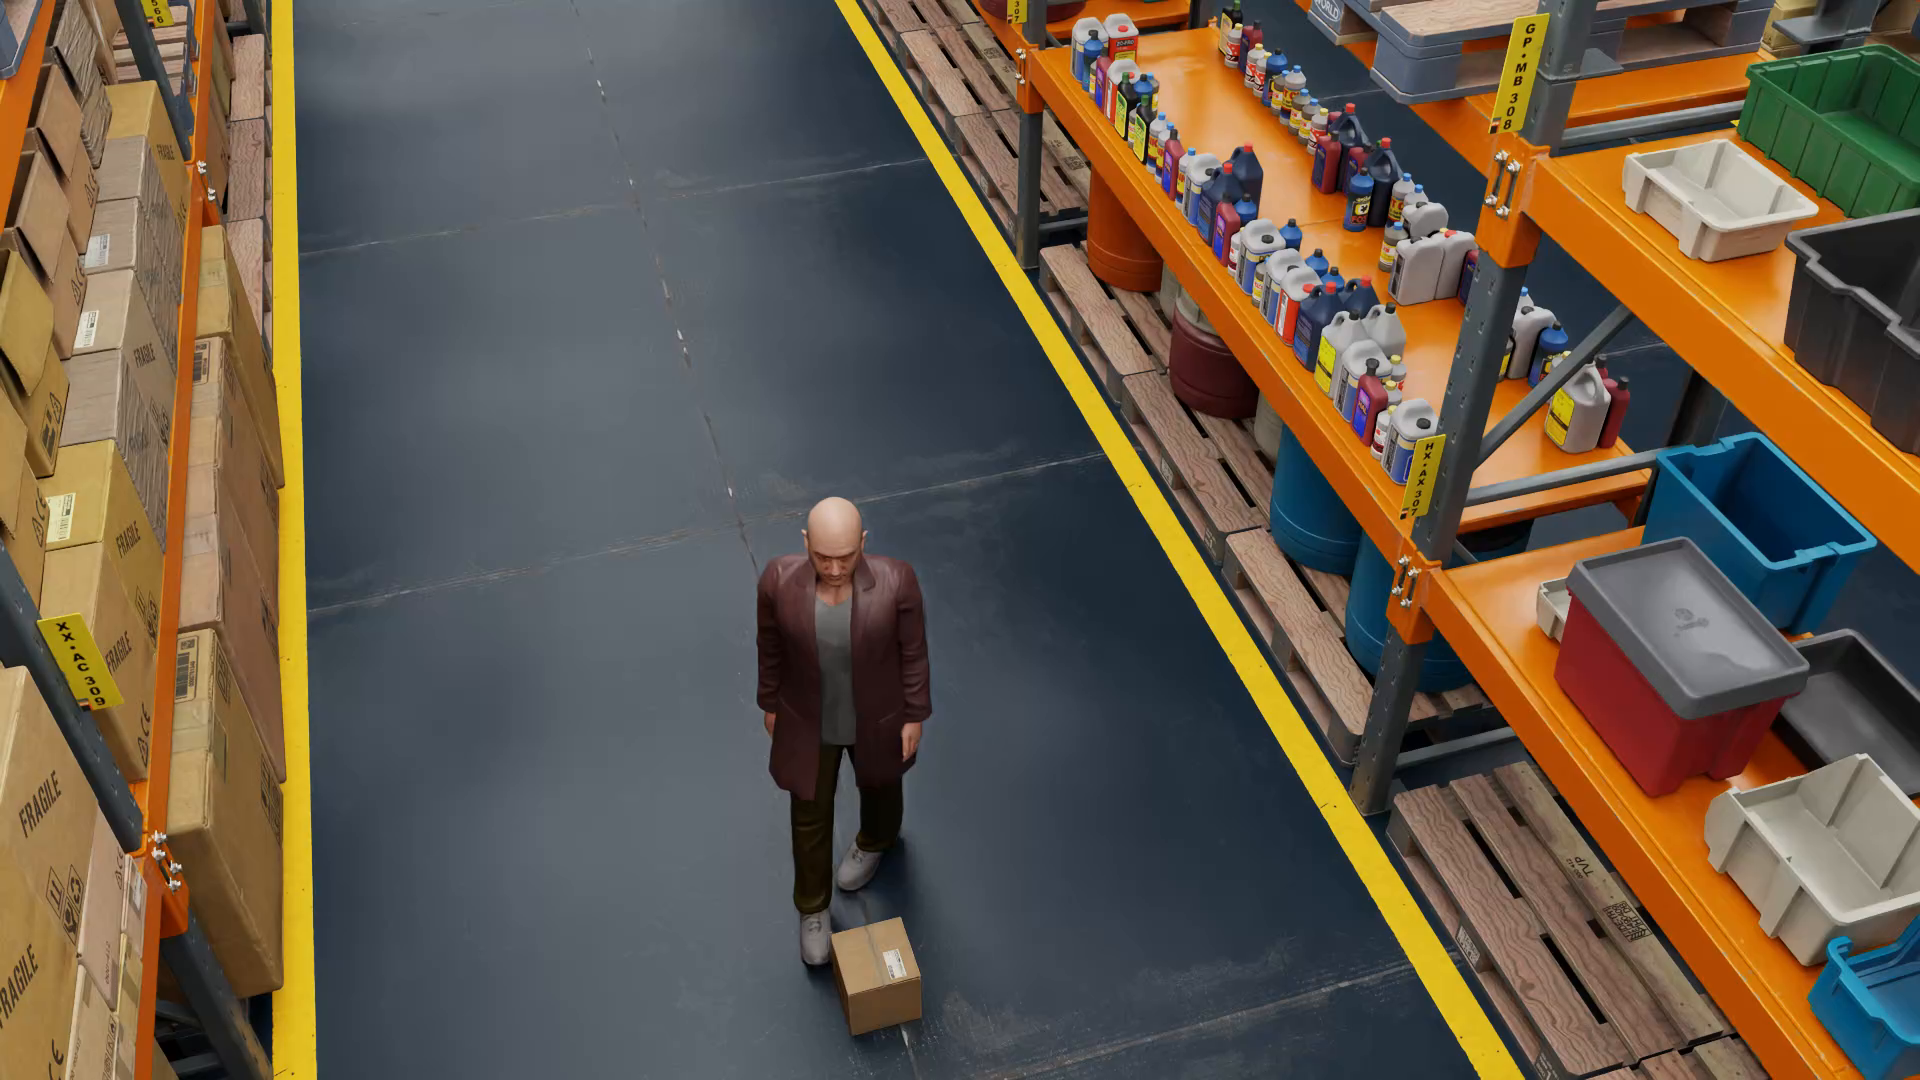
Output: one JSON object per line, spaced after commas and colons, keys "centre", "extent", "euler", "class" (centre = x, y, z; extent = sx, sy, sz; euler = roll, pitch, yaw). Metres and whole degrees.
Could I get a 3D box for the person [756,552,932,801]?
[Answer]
{"centre": [-0.388, 0.419, 5.358], "extent": [0.590, 0.930, 0.424], "euler": [1, 42, 1], "class": "person"}
